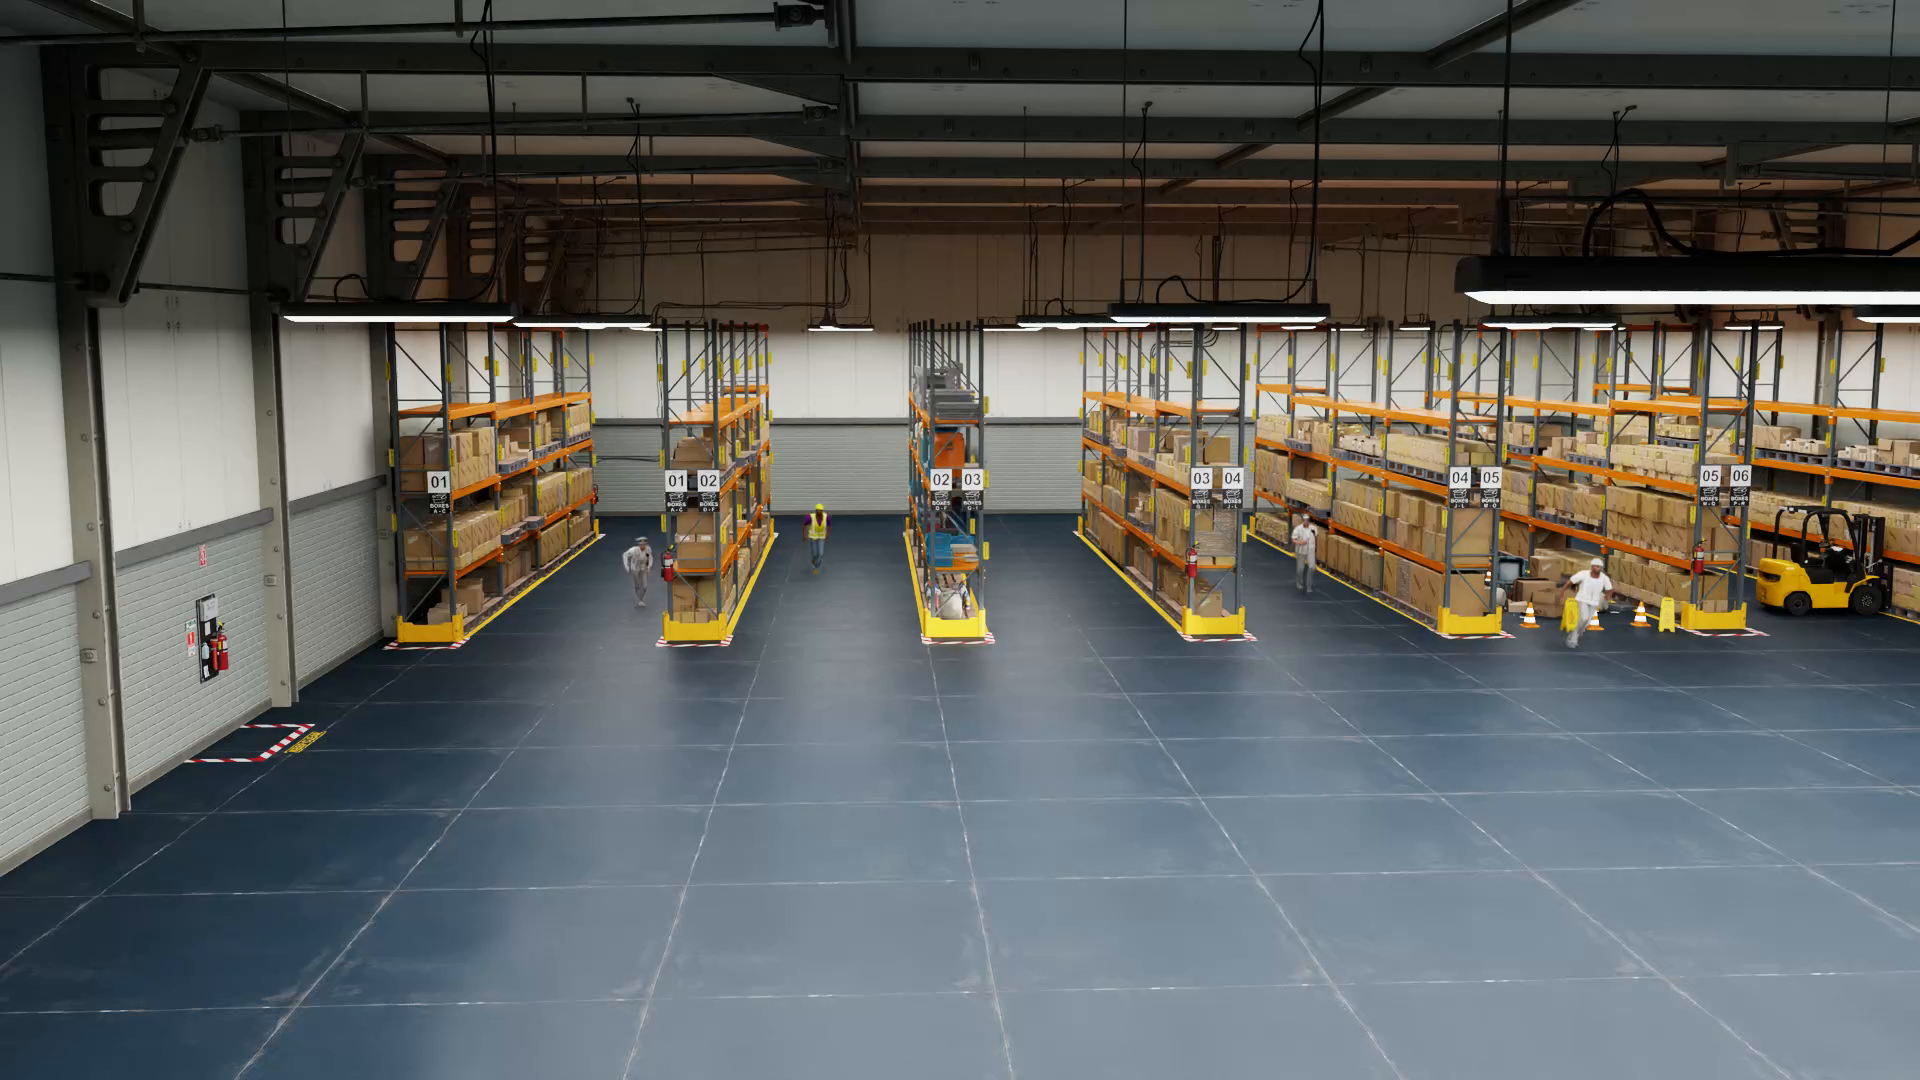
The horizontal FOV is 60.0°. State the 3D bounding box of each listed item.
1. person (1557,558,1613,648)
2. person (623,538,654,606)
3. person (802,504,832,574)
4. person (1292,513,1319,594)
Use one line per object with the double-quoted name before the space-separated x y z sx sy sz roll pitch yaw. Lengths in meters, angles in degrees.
"person" 11.483 1.160 30.398 0.878 1.668 0.709 -1 7 -8
"person" -6.807 0.664 35.164 0.641 1.483 0.816 -3 8 -23
"person" -3.421 -0.040 39.939 0.699 1.692 0.707 -2 7 -18
"person" 7.680 0.303 36.922 0.649 1.816 0.828 0 7 0
